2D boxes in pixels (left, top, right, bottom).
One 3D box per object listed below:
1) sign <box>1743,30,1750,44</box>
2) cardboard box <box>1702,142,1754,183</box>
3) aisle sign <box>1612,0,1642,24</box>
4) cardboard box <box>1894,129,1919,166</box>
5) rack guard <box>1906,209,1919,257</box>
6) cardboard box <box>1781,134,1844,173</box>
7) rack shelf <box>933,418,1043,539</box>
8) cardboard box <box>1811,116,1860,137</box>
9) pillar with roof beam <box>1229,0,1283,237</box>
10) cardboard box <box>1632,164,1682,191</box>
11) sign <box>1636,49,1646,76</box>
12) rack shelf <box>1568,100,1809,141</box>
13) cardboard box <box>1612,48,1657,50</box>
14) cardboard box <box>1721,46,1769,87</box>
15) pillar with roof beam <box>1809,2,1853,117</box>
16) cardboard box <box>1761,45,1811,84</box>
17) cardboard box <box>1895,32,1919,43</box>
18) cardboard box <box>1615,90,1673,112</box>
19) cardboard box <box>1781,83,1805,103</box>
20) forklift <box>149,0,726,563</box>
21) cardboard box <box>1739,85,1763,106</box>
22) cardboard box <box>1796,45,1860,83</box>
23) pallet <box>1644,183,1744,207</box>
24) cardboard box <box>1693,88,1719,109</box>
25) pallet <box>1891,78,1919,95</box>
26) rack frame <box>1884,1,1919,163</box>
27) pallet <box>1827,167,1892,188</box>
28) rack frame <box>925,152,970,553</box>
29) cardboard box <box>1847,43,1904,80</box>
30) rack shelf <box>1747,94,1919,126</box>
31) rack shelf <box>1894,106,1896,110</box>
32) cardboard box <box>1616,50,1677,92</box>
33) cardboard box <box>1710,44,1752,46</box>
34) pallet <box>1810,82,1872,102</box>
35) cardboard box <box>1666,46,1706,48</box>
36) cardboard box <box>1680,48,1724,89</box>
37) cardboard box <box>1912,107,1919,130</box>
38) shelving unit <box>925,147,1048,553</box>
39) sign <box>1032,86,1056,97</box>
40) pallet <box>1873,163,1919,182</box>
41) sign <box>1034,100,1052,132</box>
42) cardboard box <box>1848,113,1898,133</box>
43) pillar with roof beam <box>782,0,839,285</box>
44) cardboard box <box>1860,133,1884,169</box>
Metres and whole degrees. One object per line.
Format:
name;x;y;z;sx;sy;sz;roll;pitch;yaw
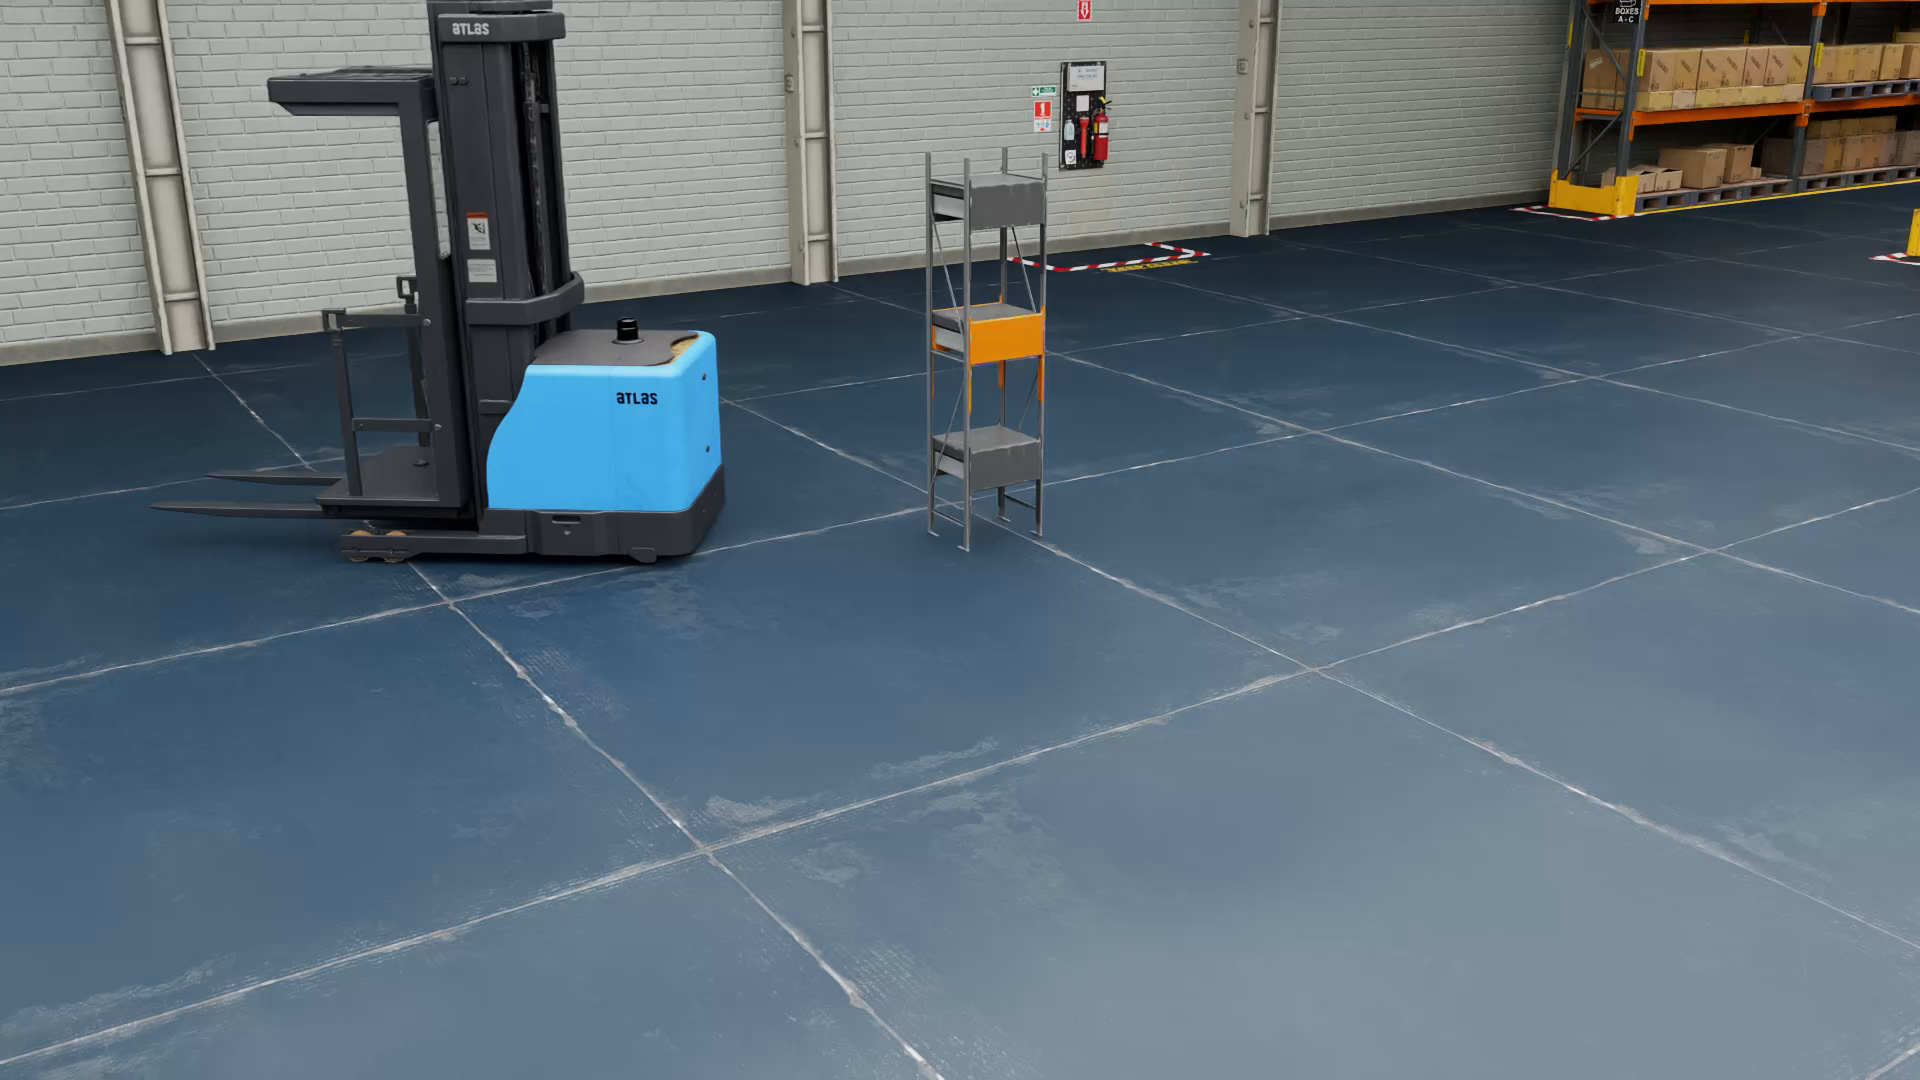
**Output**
sign;11.449;-7.247;24.190;0.005;0.325;0.100;-12;22;-31
cardboard box;10.912;-5.382;23.696;0.500;0.500;0.500;-14;23;-35
aisle sign;8.521;-6.985;21.163;0.004;0.787;0.394;-12;22;-31
cardboard box;14.525;-6.139;25.936;0.500;0.500;0.700;-12;22;-31
rack guard;11.124;-3.334;18.325;0.348;0.500;1.175;-12;22;-31
cardboard box;12.766;-5.814;24.974;0.500;0.500;0.700;-12;22;-32
rack shelf;0.138;-0.348;9.223;0.480;0.518;0.431;-12;22;-31
cardboard box;13.161;-6.236;25.051;0.500;0.250;0.500;-13;22;-33
pillar with roof beam;5.882;-6.835;15.411;0.400;9.000;9.100;-12;22;-31
cardboard box;9.520;-4.979;22.801;0.500;0.311;0.500;-10;21;-27
sign;8.715;-6.111;21.287;0.005;0.325;0.100;-12;22;-31
rack shelf;10.086;-5.858;23.012;4.000;0.370;1.077;-12;22;-31
cardboard box;9.119;-6.366;22.423;0.500;0.500;0.500;-12;22;-31
cardboard box;10.692;-6.503;22.830;0.500;0.500;0.500;-13;22;-33
pillar with roof beam;15.904;-8.948;21.663;0.400;9.000;9.100;-12;22;-31
cardboard box;11.532;-6.679;23.348;0.500;0.500;0.500;-12;22;-32
cardboard box;14.565;-7.689;25.449;0.250;0.149;0.380;-17;25;-40
cardboard box;8.998;-5.786;21.878;0.500;0.250;0.500;-13;22;-33
cardboard box;11.528;-6.325;23.473;0.500;0.250;0.500;-12;22;-31
forklift;-2.902;-1.434;8.909;3.031;2.935;1.130;1;19;4
cardboard box;10.696;-6.147;22.945;0.500;0.250;0.500;-12;22;-32
cardboard box;12.671;-6.984;24.376;0.500;0.500;0.700;-9;21;-26
pallet;10.195;-4.886;23.368;1.213;0.211;1.003;-12;22;-31
cardboard box;9.853;-5.969;22.421;0.500;0.250;0.500;-12;22;-32
pallet;14.561;-7.011;25.598;1.003;0.211;1.213;-12;22;-31
rack frame;15.098;-7.255;26.022;0.127;3.000;1.000;-12;22;-31
pallet;13.426;-5.584;25.431;1.213;0.211;1.003;-12;22;-31
rack frame;-0.066;-0.981;8.868;0.015;2.100;0.400;-12;22;-31
cardboard box;13.682;-7.200;25.017;0.500;0.500;0.700;-12;22;-31
rack shelf;13.427;-6.562;25.096;4.000;0.370;1.077;-12;22;-31
rack shelf;16.768;-7.267;27.180;4.000;0.370;1.077;-12;22;-31
cardboard box;8.980;-6.144;21.766;0.500;0.500;0.500;-12;22;-31
cardboard box;10.815;-6.728;23.493;0.500;0.500;0.500;-12;22;-32
pallet;12.475;-6.556;24.252;1.213;0.211;1.003;-12;22;-31
cardboard box;9.969;-6.547;22.958;0.500;0.500;0.500;-12;22;-31
cardboard box;9.833;-6.317;22.280;0.500;0.500;0.500;-13;22;-33
cardboard box;15.784;-6.530;26.579;0.750;0.750;0.750;-12;22;-32
shelving unit;0.138;-1.024;8.995;0.503;2.100;0.431;-12;22;-31
sign;0.919;-4.916;18.218;0.331;0.109;0.001;-12;22;-31
pallet;14.444;-5.797;26.063;1.213;0.211;1.003;-12;22;-31
sign;0.911;-4.666;18.308;0.234;0.329;0.001;-12;22;-31
cardboard box;14.014;-6.411;25.569;0.500;0.250;0.500;-11;22;-30
pillar with roof beam;0.871;-5.778;12.284;0.400;9.000;9.100;-12;22;-31
cardboard box;13.631;-5.984;25.478;0.500;0.500;0.700;-12;22;-32
